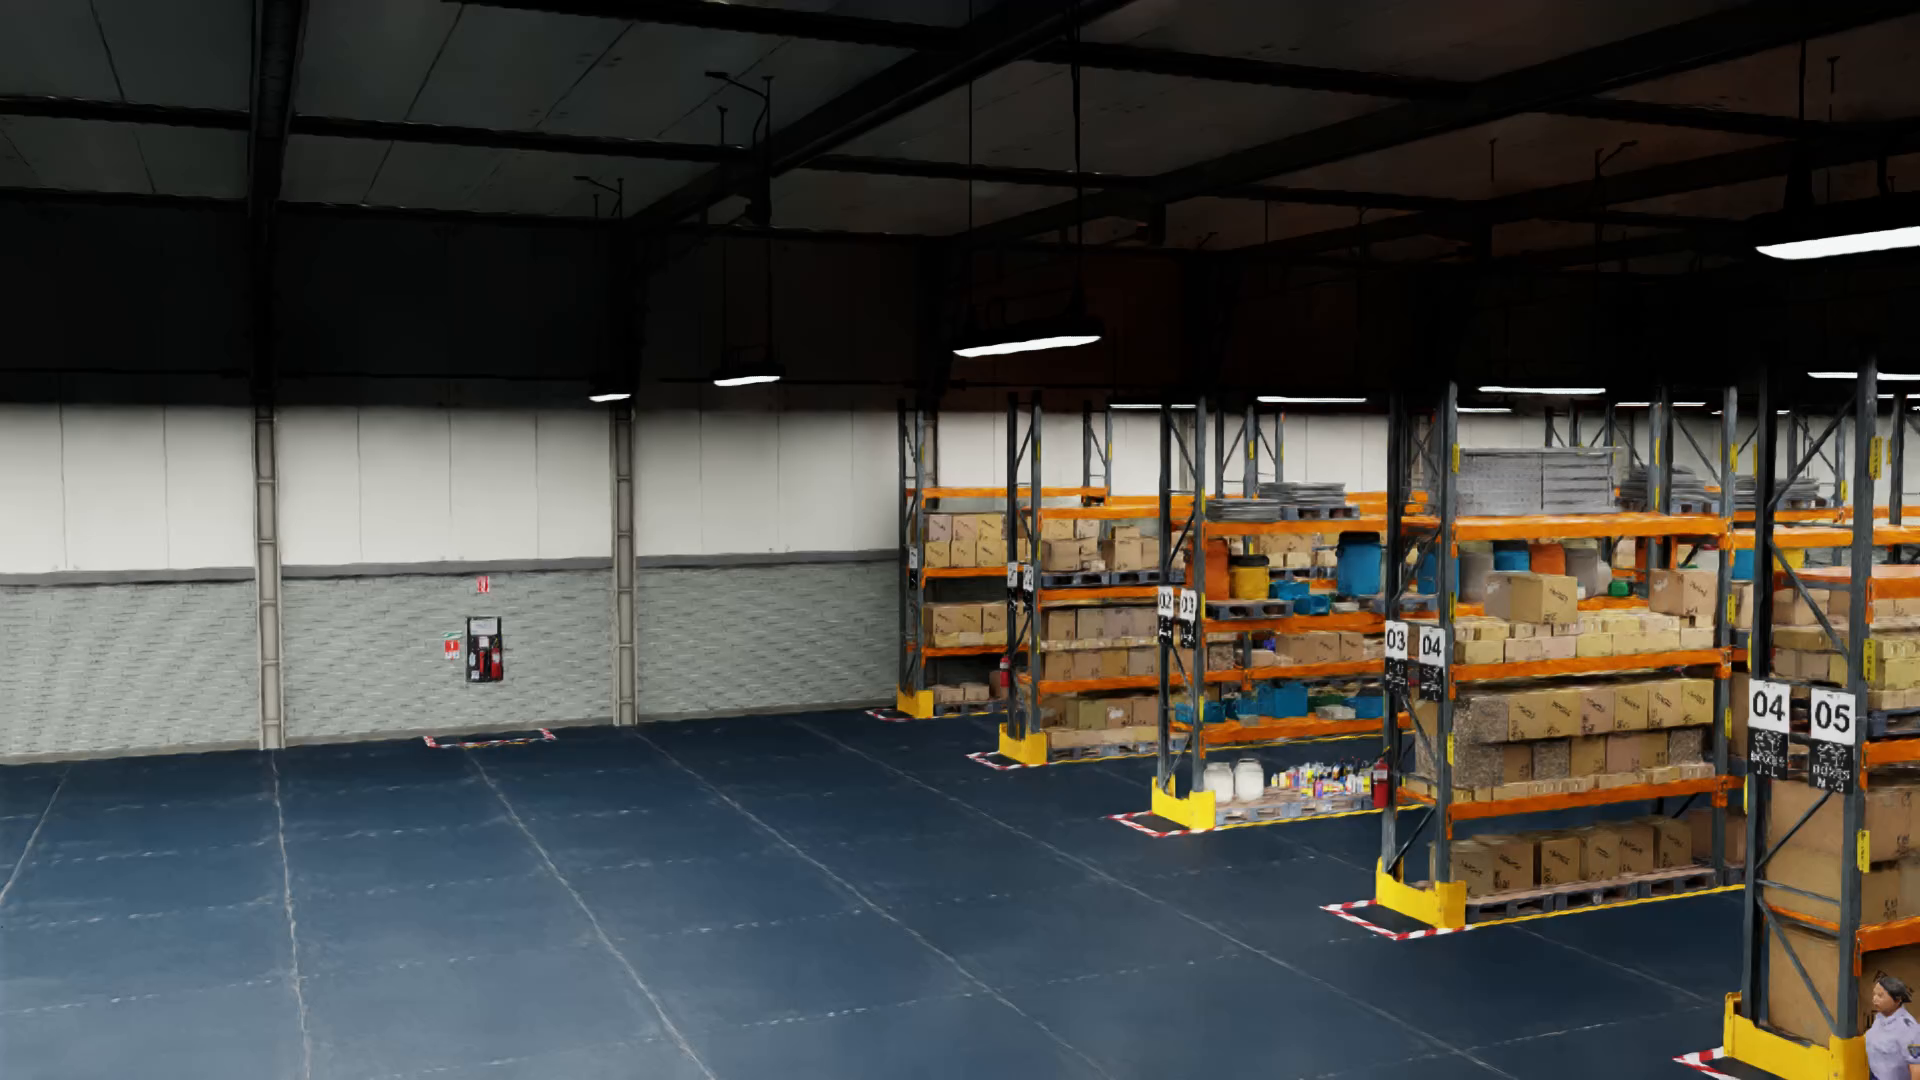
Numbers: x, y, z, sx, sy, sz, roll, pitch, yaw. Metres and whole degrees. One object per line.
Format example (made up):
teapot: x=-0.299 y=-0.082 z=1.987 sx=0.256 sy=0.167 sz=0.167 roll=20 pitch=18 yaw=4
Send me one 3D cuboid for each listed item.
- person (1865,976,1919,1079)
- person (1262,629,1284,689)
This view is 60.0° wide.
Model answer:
person: x=6.326 y=3.716 z=11.148 sx=0.946 sy=1.588 sz=0.527 roll=0 pitch=3 yaw=-1
person: x=6.035 y=2.467 z=32.288 sx=1.088 sy=1.572 sz=0.451 roll=-2 pitch=4 yaw=-25
